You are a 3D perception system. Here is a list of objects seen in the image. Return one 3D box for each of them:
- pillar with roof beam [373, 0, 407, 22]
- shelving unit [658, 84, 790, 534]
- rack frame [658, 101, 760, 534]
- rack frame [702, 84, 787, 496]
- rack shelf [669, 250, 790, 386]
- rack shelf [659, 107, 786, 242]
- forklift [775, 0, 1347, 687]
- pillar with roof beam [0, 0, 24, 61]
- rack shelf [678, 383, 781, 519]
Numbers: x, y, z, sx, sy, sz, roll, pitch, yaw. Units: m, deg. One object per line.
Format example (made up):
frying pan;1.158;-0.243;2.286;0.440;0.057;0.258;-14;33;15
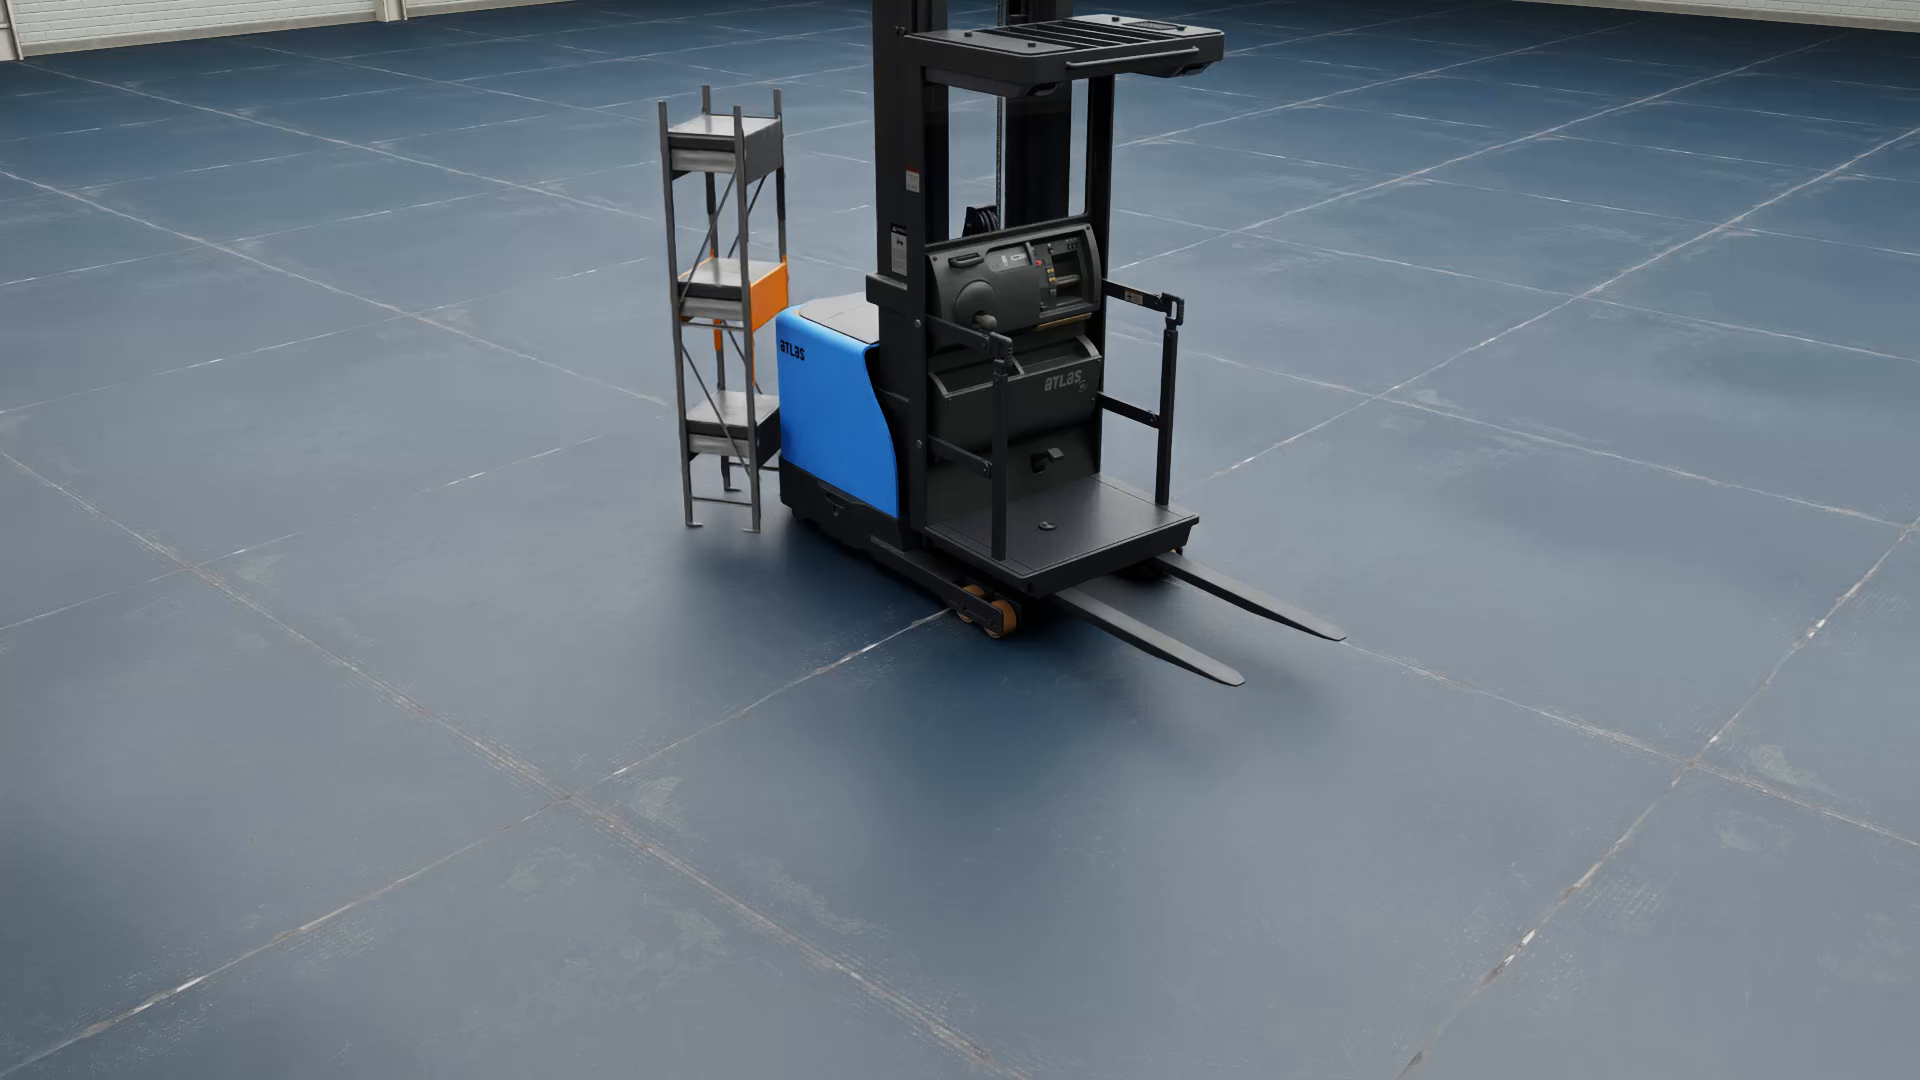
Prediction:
pillar with roof beam;-6.111;-11.455;22.799;9.100;9.000;0.400;20;31;38
shelving unit;-1.119;-1.110;8.155;0.431;2.100;0.503;7;25;14
rack frame;-1.186;-1.014;7.941;0.400;2.100;0.015;7;25;14
rack frame;-1.053;-1.206;8.369;0.400;2.100;0.015;7;25;14
rack shelf;-1.120;-1.098;8.160;0.431;0.518;0.480;7;25;14
rack shelf;-1.114;-1.736;7.872;0.431;0.518;0.480;7;25;14
forklift;0.387;-1.138;7.206;1.130;2.935;3.031;-18;30;-35
pillar with roof beam;-10.115;-9.627;18.722;9.100;9.000;0.400;20;31;38
rack shelf;-1.125;-0.460;8.448;0.431;0.518;0.480;7;25;14
